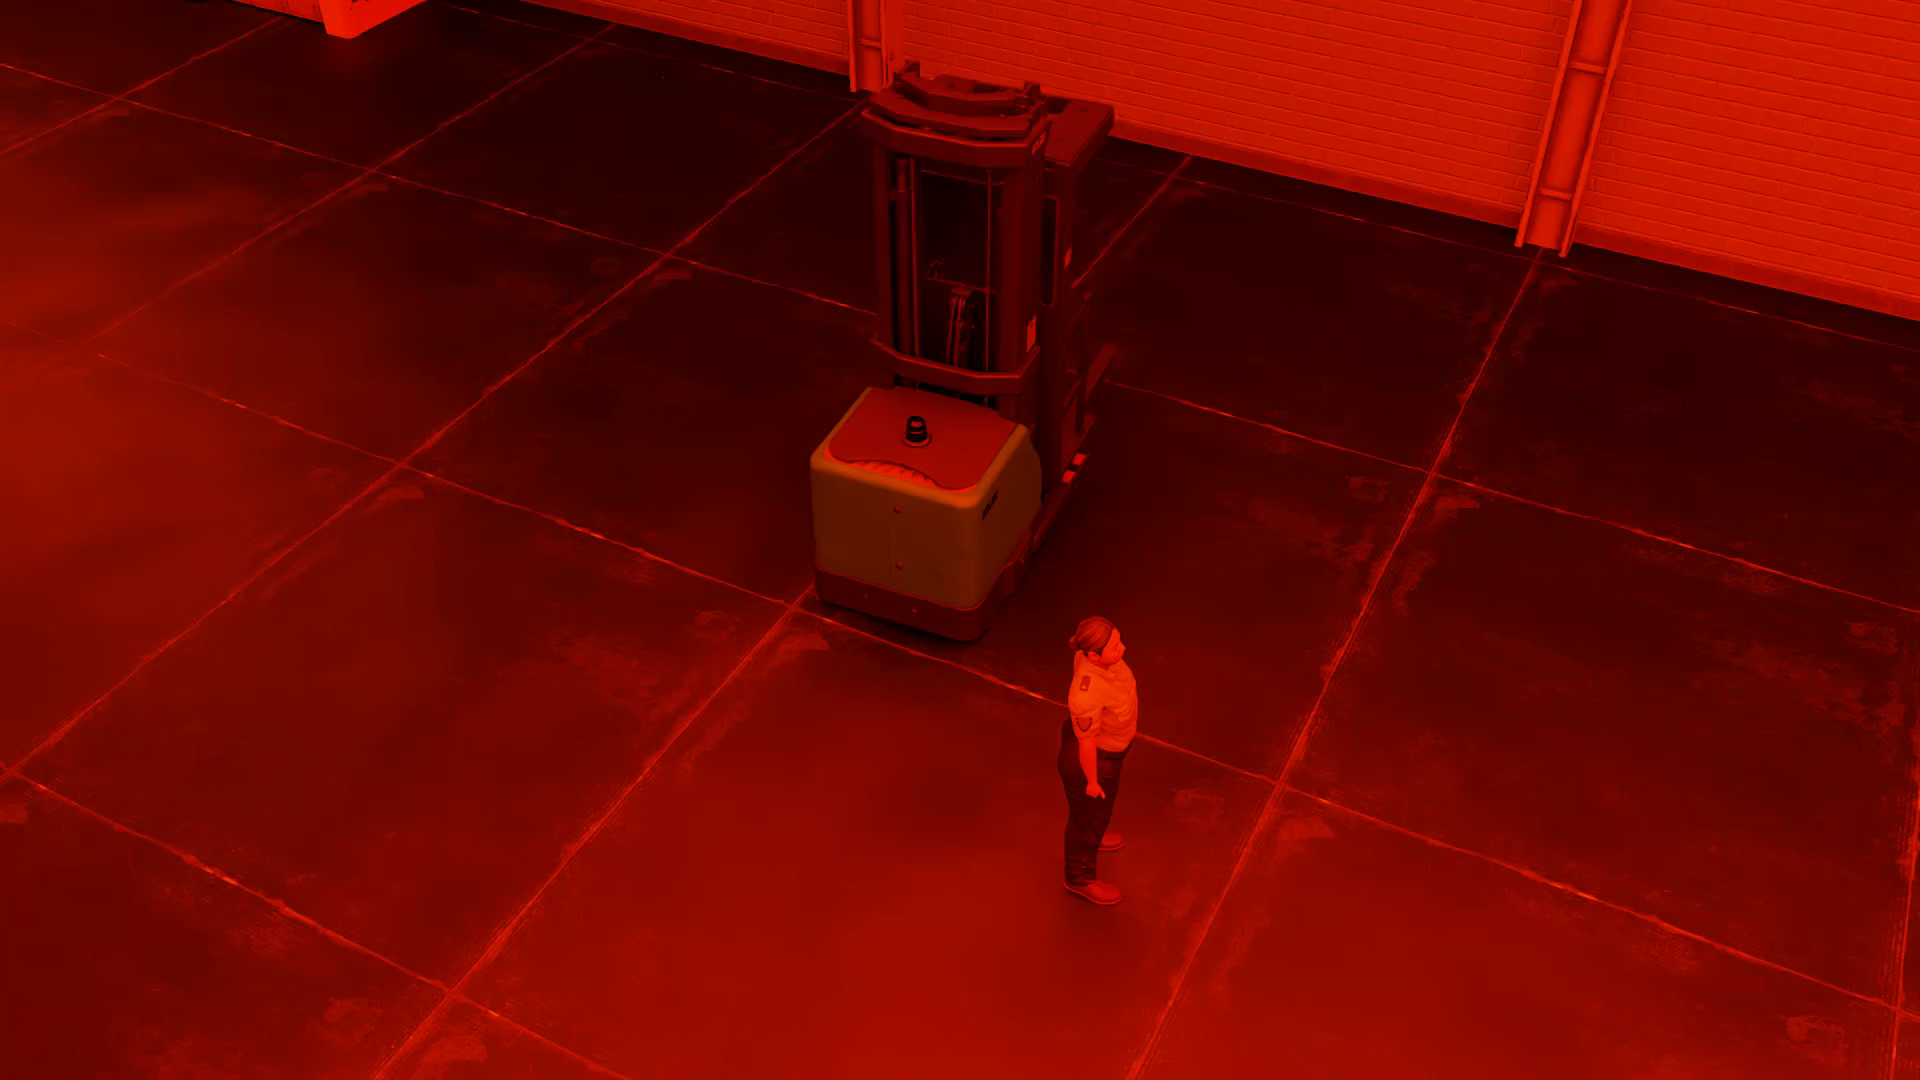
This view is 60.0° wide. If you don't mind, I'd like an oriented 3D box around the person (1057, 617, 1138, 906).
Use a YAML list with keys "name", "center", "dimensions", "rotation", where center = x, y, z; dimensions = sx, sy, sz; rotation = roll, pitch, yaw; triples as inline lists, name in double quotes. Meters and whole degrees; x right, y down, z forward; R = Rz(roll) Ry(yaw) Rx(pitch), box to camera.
- name: "person"
  center: [0.643, 1.001, 7.801]
  dimensions: [0.359, 1.650, 0.481]
  rotation: [5, 40, 6]

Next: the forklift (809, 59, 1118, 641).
- name: "forklift"
  center: [0.194, -1.498, 9.765]
  dimensions: [1.130, 2.935, 3.031]
  rotation: [15, 42, 17]
